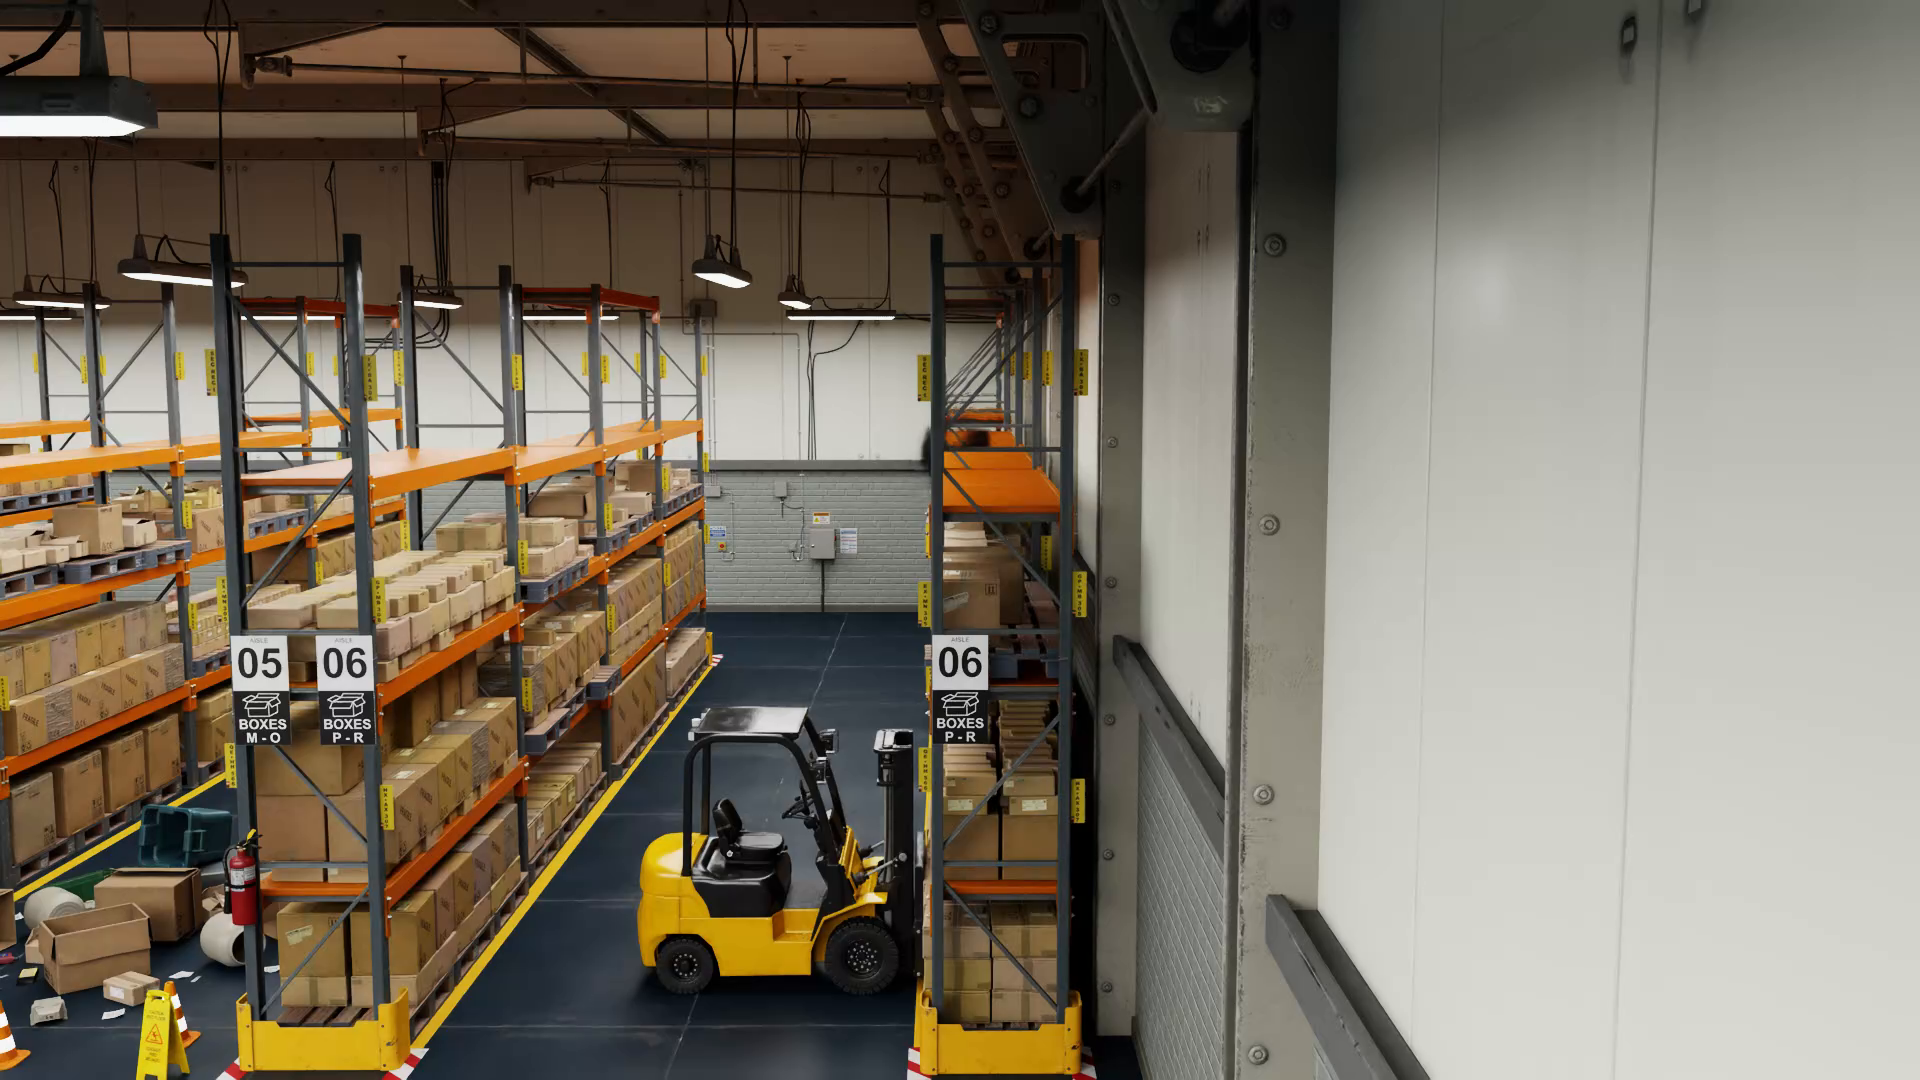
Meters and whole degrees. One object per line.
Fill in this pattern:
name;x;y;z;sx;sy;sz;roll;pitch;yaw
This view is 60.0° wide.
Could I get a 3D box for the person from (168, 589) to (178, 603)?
person;-11.558;1.593;24.556;0.741;1.749;0.643;1;6;9
